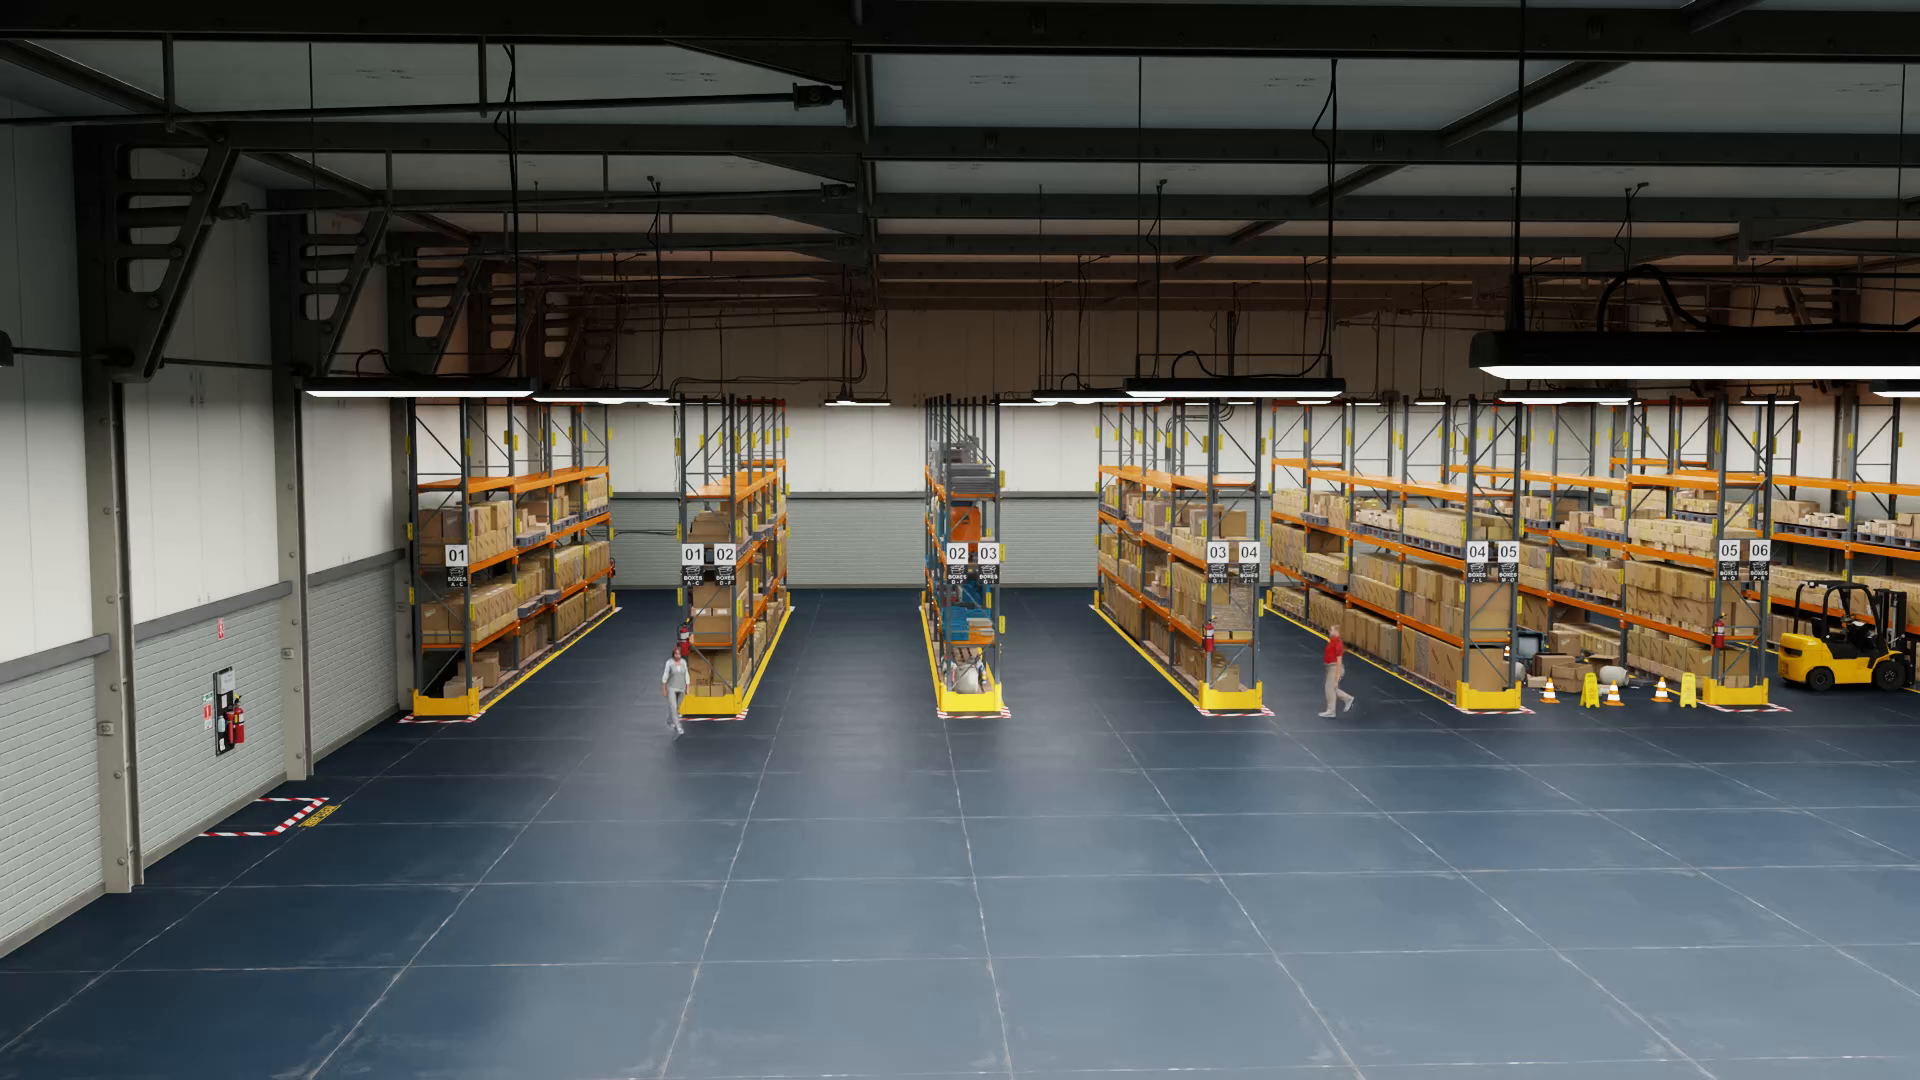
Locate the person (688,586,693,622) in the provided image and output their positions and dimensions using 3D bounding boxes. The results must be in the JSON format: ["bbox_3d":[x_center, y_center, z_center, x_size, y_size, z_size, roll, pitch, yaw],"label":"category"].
[{"bbox_3d":[-7.219,1.348,44.588,0.566,1.723,0.498,2,5,26],"label":"person"}]

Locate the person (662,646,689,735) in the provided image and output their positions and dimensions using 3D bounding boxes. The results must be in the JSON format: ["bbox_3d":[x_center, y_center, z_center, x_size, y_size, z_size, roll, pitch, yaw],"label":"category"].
[{"bbox_3d":[-4.954,2.629,29.130,0.436,1.536,1.003,-3,6,-37],"label":"person"}]

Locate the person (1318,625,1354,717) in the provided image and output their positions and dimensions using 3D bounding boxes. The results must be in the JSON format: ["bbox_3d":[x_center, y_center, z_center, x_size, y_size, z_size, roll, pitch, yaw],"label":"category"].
[{"bbox_3d":[7.000,2.415,30.845,0.730,1.703,0.545,0,5,-5],"label":"person"}]
